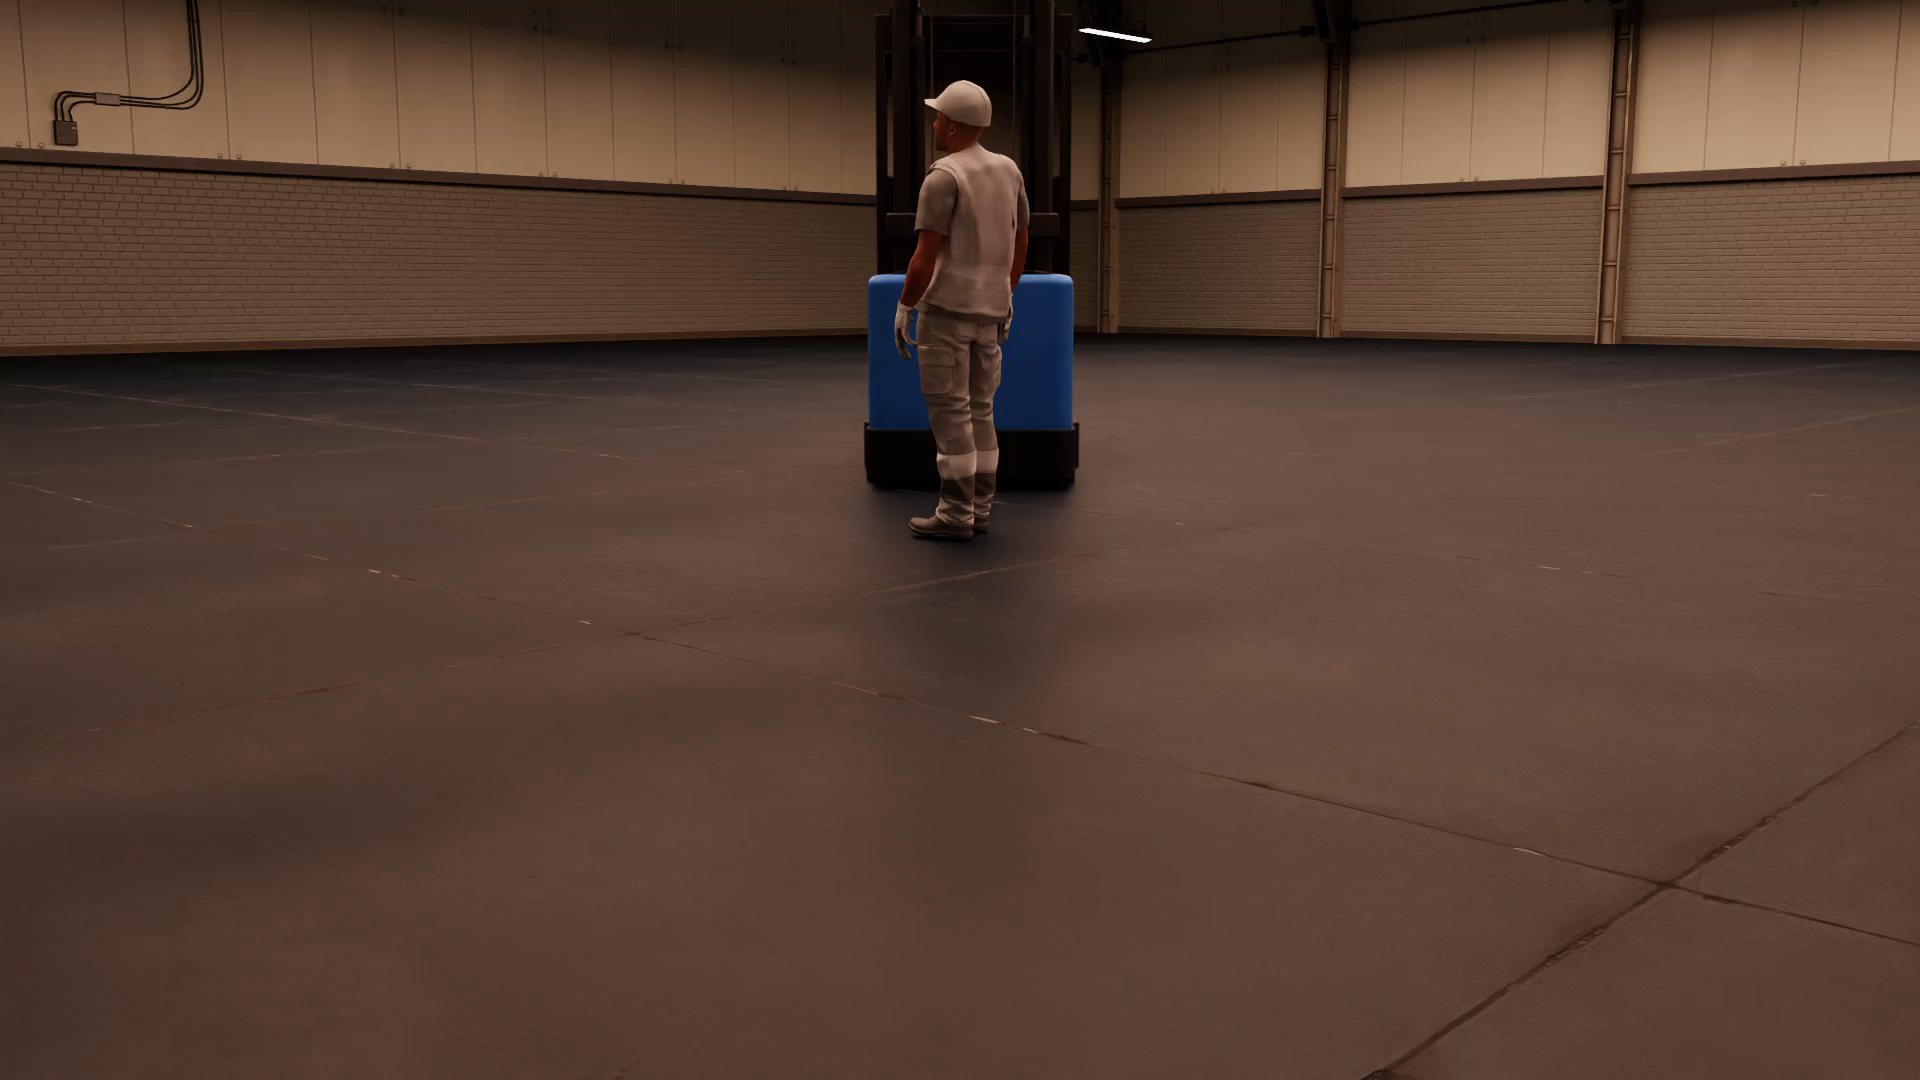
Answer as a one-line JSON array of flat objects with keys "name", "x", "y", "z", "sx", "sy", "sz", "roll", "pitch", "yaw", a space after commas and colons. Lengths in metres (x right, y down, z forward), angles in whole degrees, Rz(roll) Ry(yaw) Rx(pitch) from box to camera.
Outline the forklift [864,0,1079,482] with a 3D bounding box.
[{"name": "forklift", "x": 0.081, "y": -1.911, "z": 9.568, "sx": 1.130, "sy": 2.935, "sz": 3.031, "roll": 0, "pitch": 9, "yaw": 1}]

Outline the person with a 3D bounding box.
[{"name": "person", "x": -0.049, "y": -0.901, "z": 6.646, "sx": 0.564, "sy": 1.787, "sz": 0.638, "roll": 8, "pitch": 12, "yaw": 43}]
